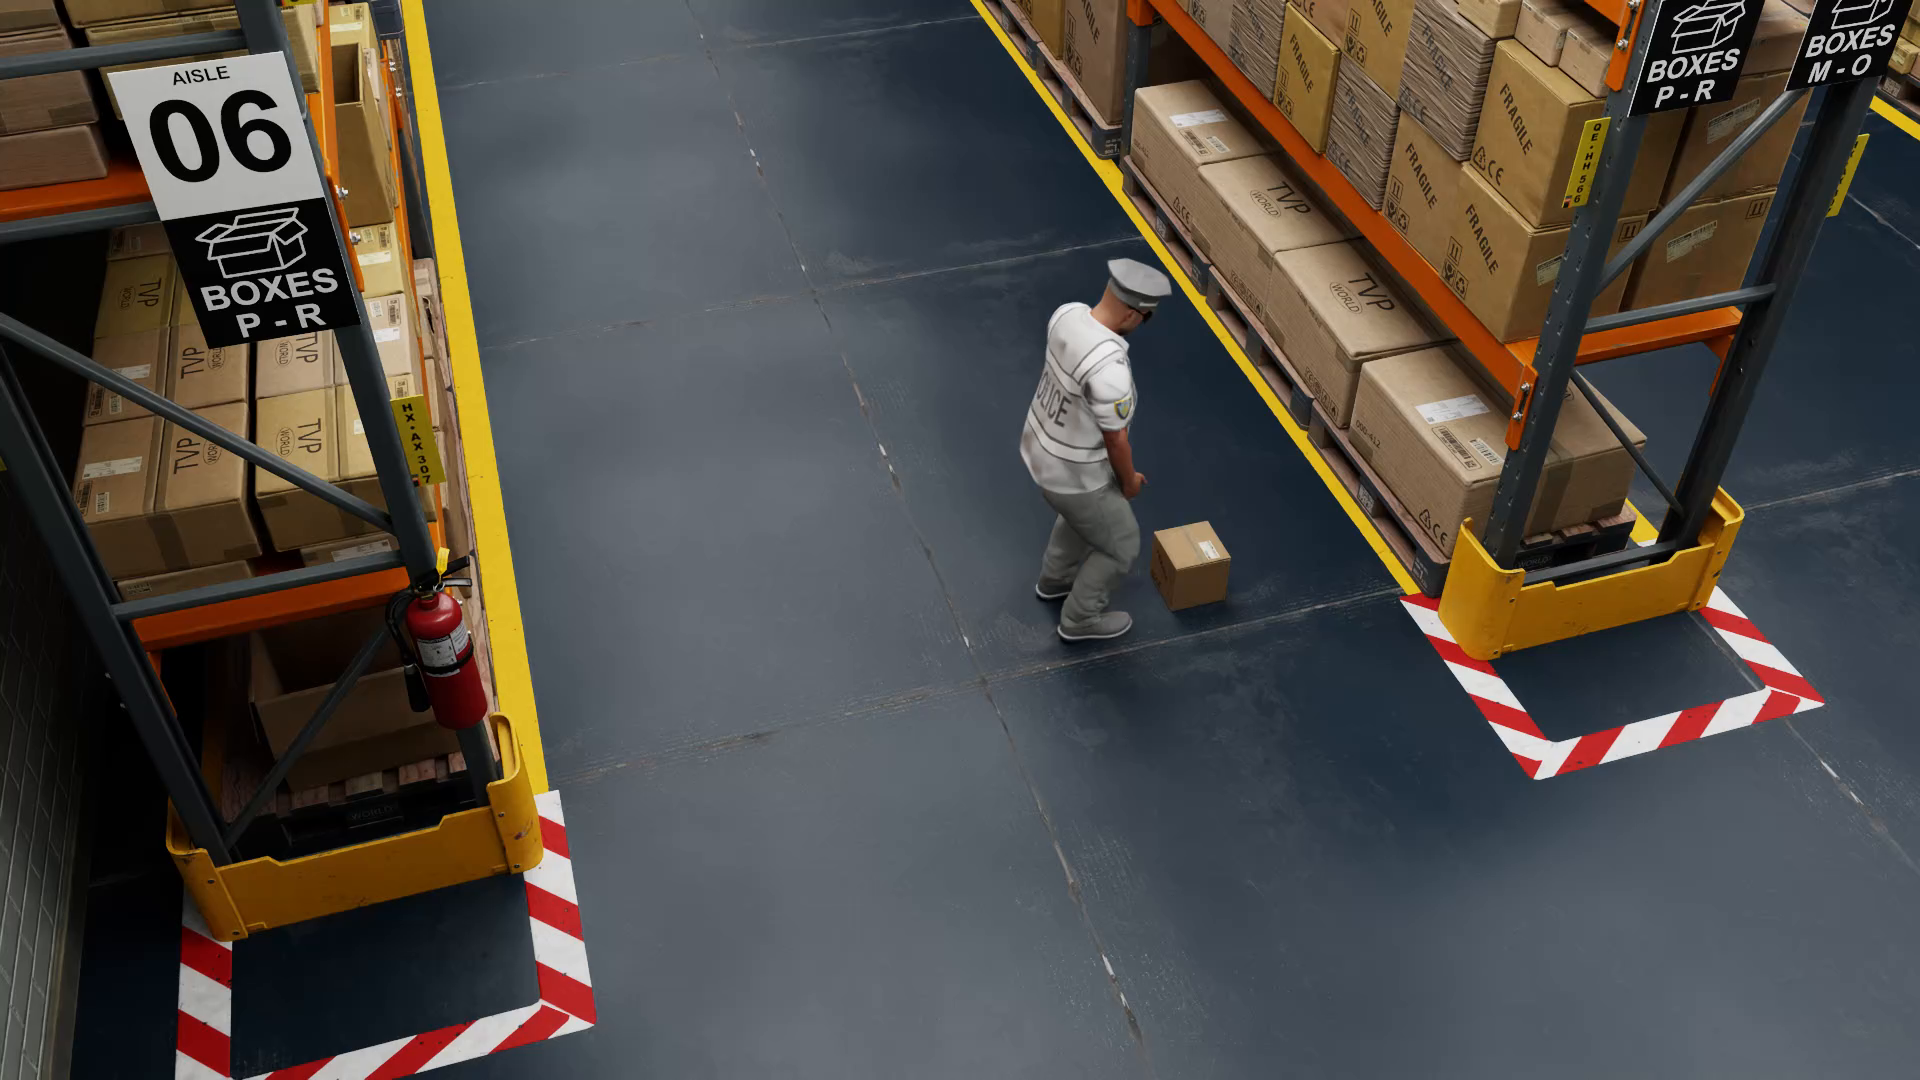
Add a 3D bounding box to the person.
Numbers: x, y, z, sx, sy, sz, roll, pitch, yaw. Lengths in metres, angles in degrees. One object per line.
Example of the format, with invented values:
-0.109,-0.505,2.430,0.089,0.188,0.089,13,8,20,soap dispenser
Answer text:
0.523,-0.334,6.613,0.585,1.650,0.571,-11,43,-12,person
